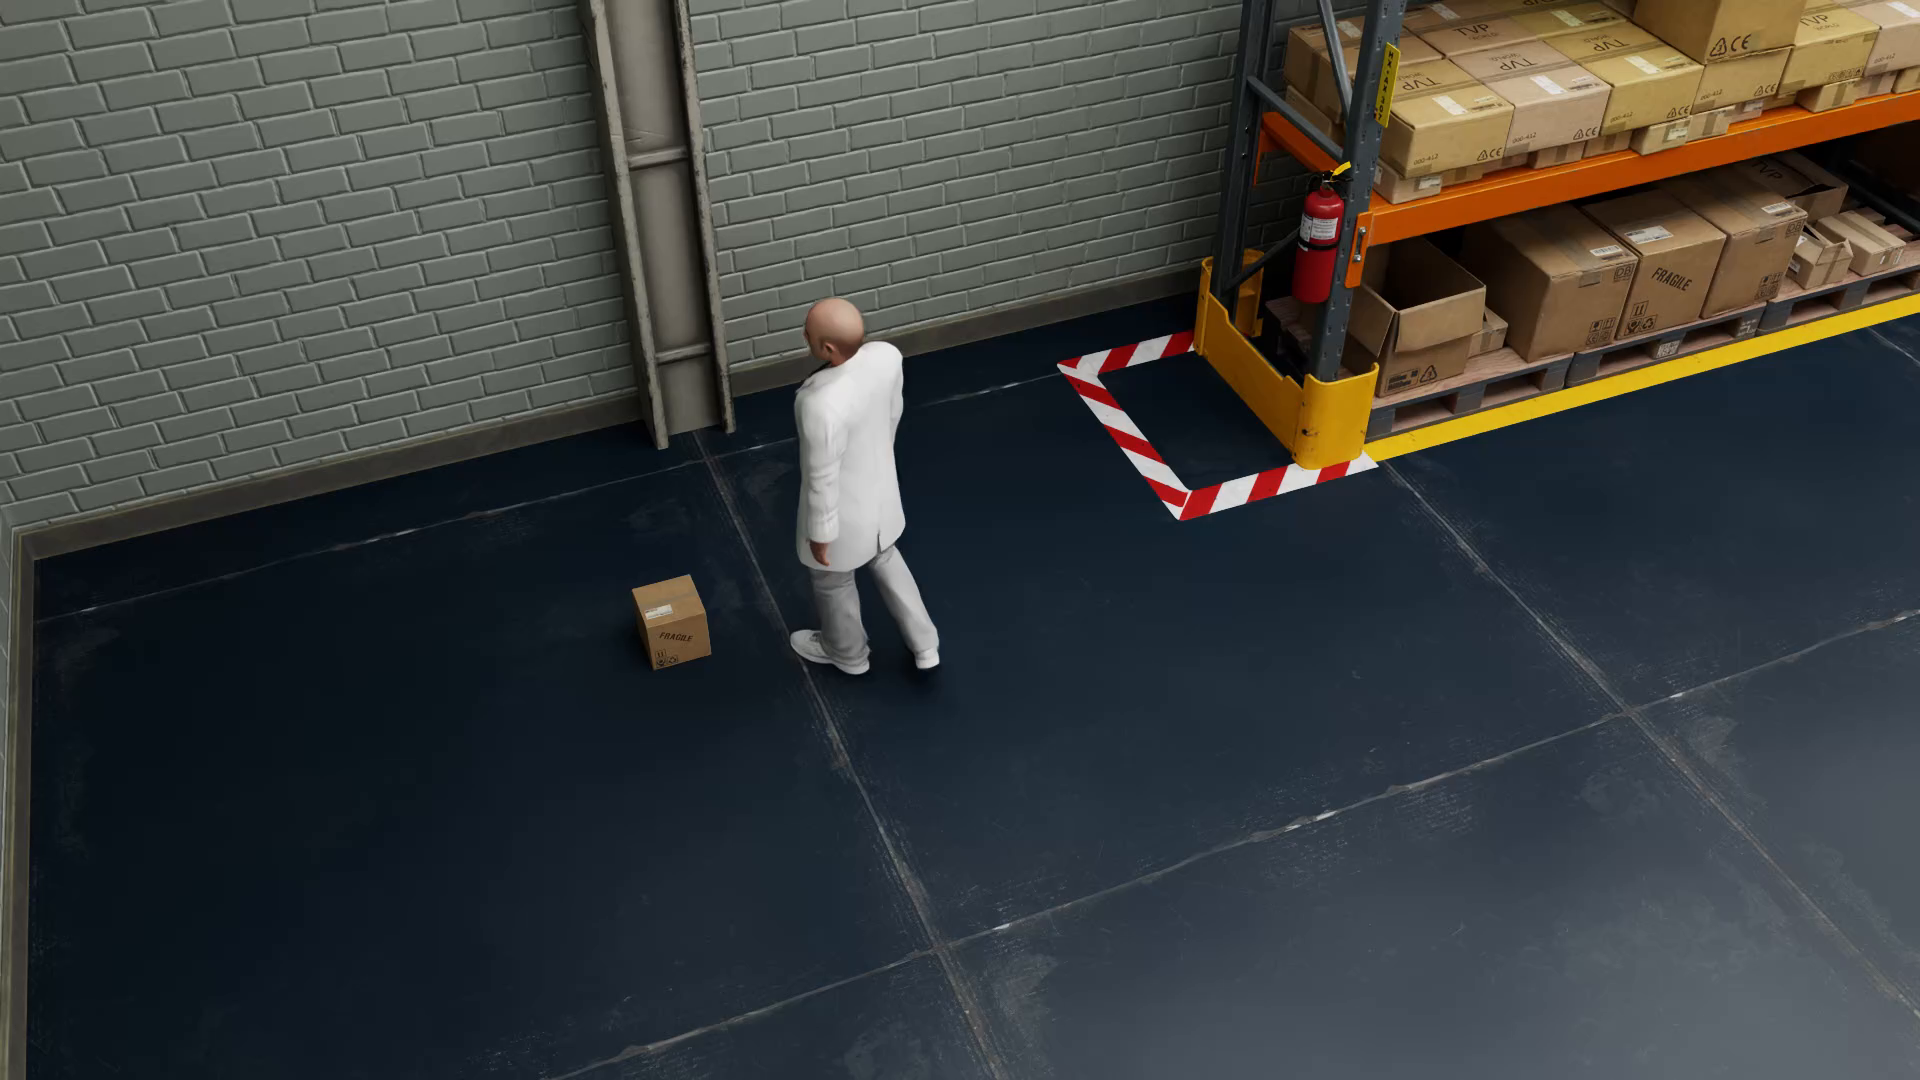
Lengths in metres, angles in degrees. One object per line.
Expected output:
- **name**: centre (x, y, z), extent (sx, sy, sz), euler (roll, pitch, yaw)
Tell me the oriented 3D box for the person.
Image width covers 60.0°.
- **person**: centre (-0.393, -0.155, 6.336), extent (0.665, 1.780, 0.586), euler (26, 47, 26)
